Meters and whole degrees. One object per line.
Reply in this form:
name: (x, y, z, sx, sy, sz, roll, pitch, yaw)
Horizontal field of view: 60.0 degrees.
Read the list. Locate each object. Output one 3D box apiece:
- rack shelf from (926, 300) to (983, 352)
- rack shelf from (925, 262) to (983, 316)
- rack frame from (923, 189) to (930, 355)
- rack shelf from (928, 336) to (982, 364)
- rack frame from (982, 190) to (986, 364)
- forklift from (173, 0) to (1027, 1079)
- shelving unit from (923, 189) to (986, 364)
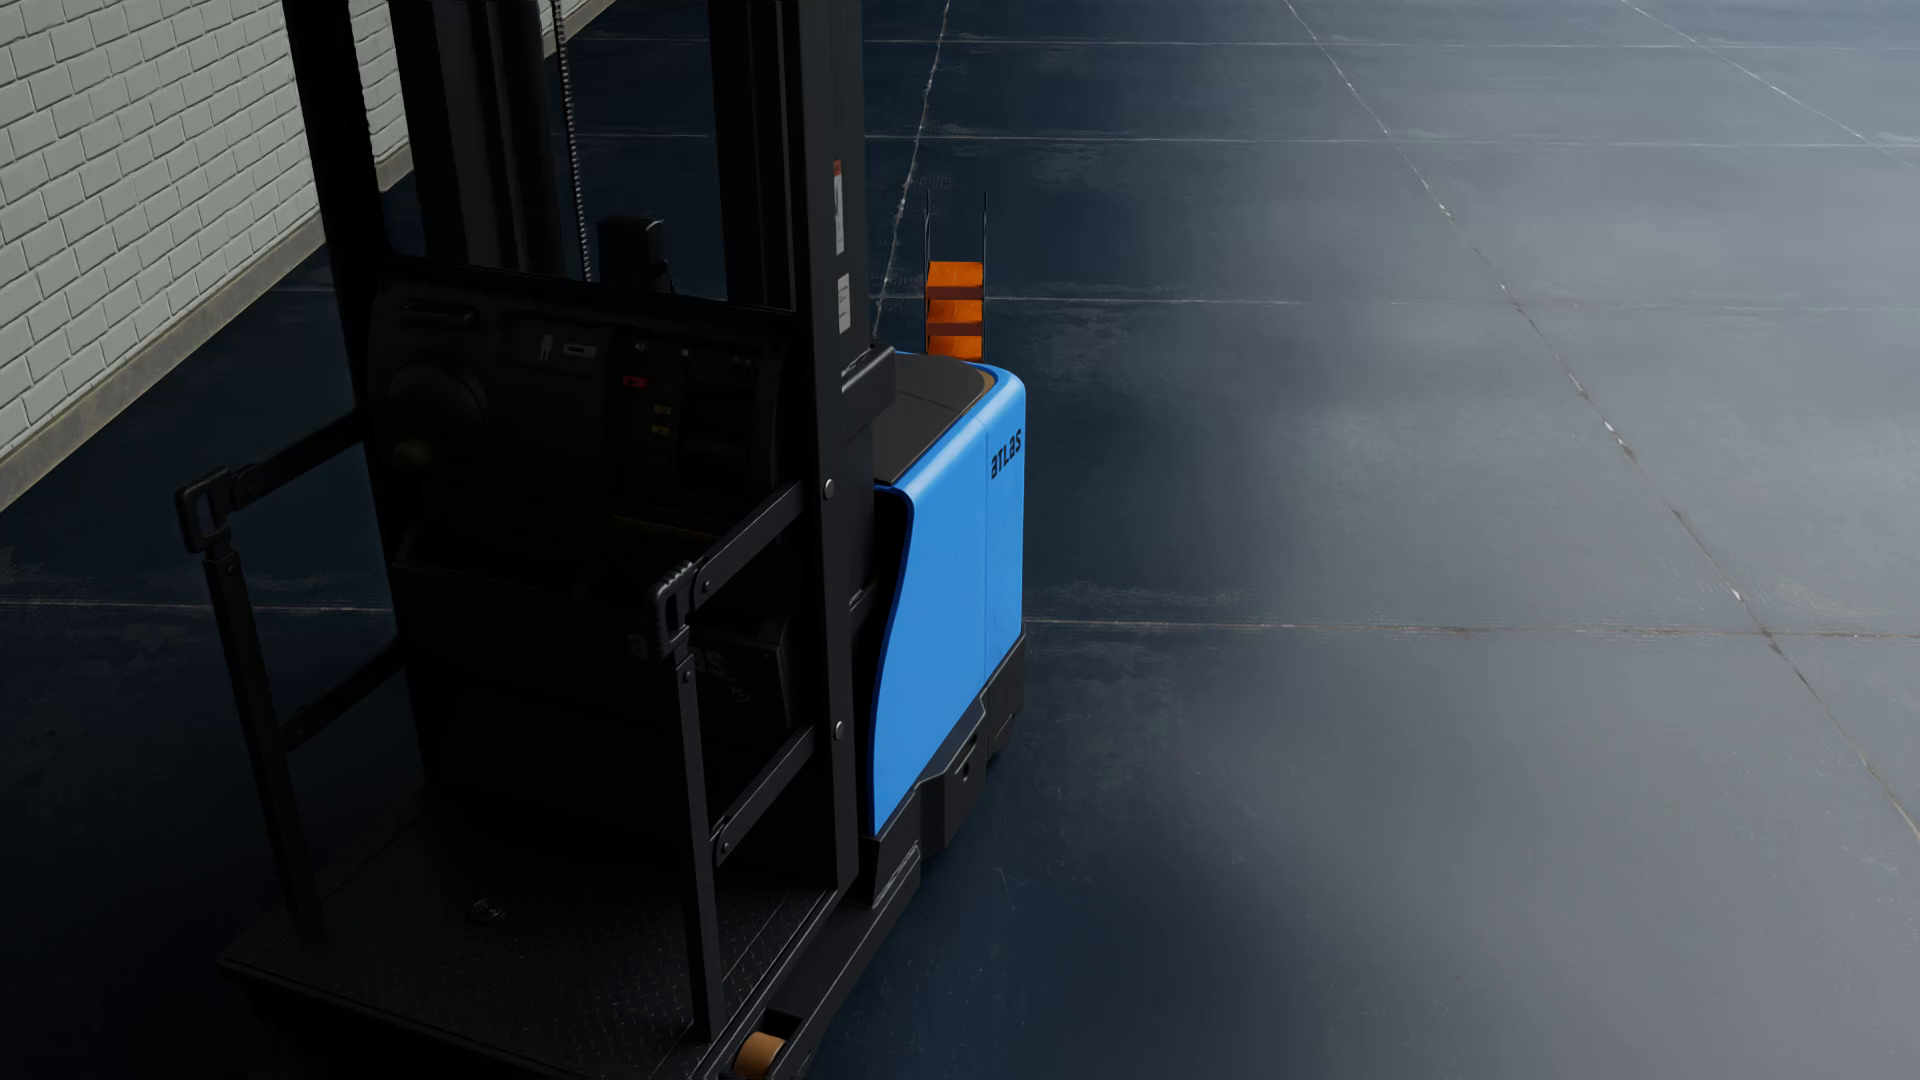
rack shelf: (-0.014, -0.703, 5.378, 0.180, 0.103, 0.258, 1, 28, 2)
rack shelf: (-0.014, -0.809, 5.322, 0.180, 0.103, 0.258, 1, 28, 2)
rack frame: (-0.106, -0.532, 5.472, 0.006, 1.200, 0.240, 1, 28, 2)
rack shelf: (-0.014, -0.597, 5.434, 0.180, 0.103, 0.258, 1, 28, 2)
rack frame: (0.077, -0.529, 5.467, 0.006, 1.200, 0.240, 1, 28, 2)
forklift: (-0.839, -0.235, 3.063, 1.130, 2.935, 3.031, 11, 30, 19)
shelving unit: (-0.014, -0.530, 5.469, 0.189, 1.200, 0.258, 1, 28, 2)
